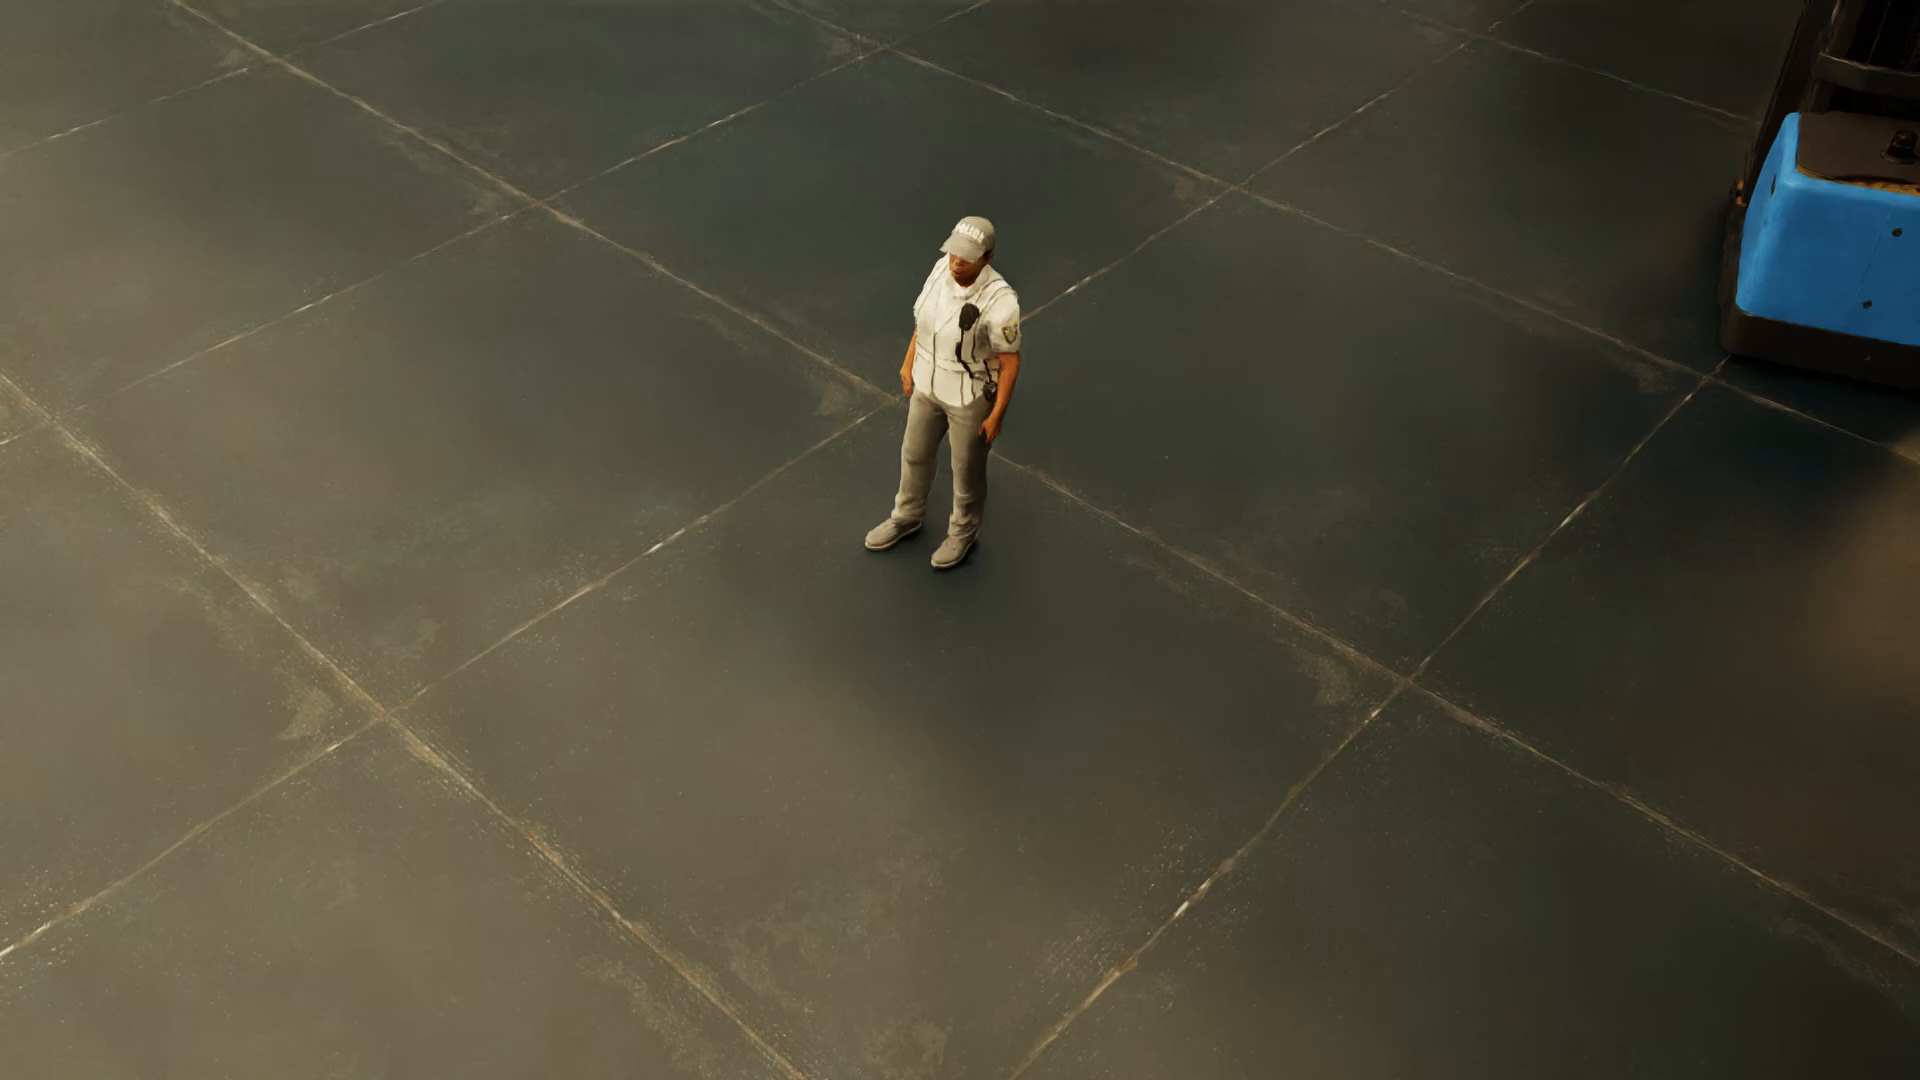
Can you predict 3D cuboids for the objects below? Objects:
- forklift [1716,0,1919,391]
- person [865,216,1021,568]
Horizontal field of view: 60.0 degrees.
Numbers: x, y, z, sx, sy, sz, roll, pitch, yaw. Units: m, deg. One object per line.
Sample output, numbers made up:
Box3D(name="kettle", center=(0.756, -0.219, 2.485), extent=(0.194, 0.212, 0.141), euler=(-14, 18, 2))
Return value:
Box3D(name="forklift", center=(5.041, -2.832, 8.730), extent=(1.130, 2.935, 3.031), euler=(15, 43, 17))
Box3D(name="person", center=(-0.068, -0.611, 7.100), extent=(0.598, 1.669, 0.529), euler=(31, 49, 31))
